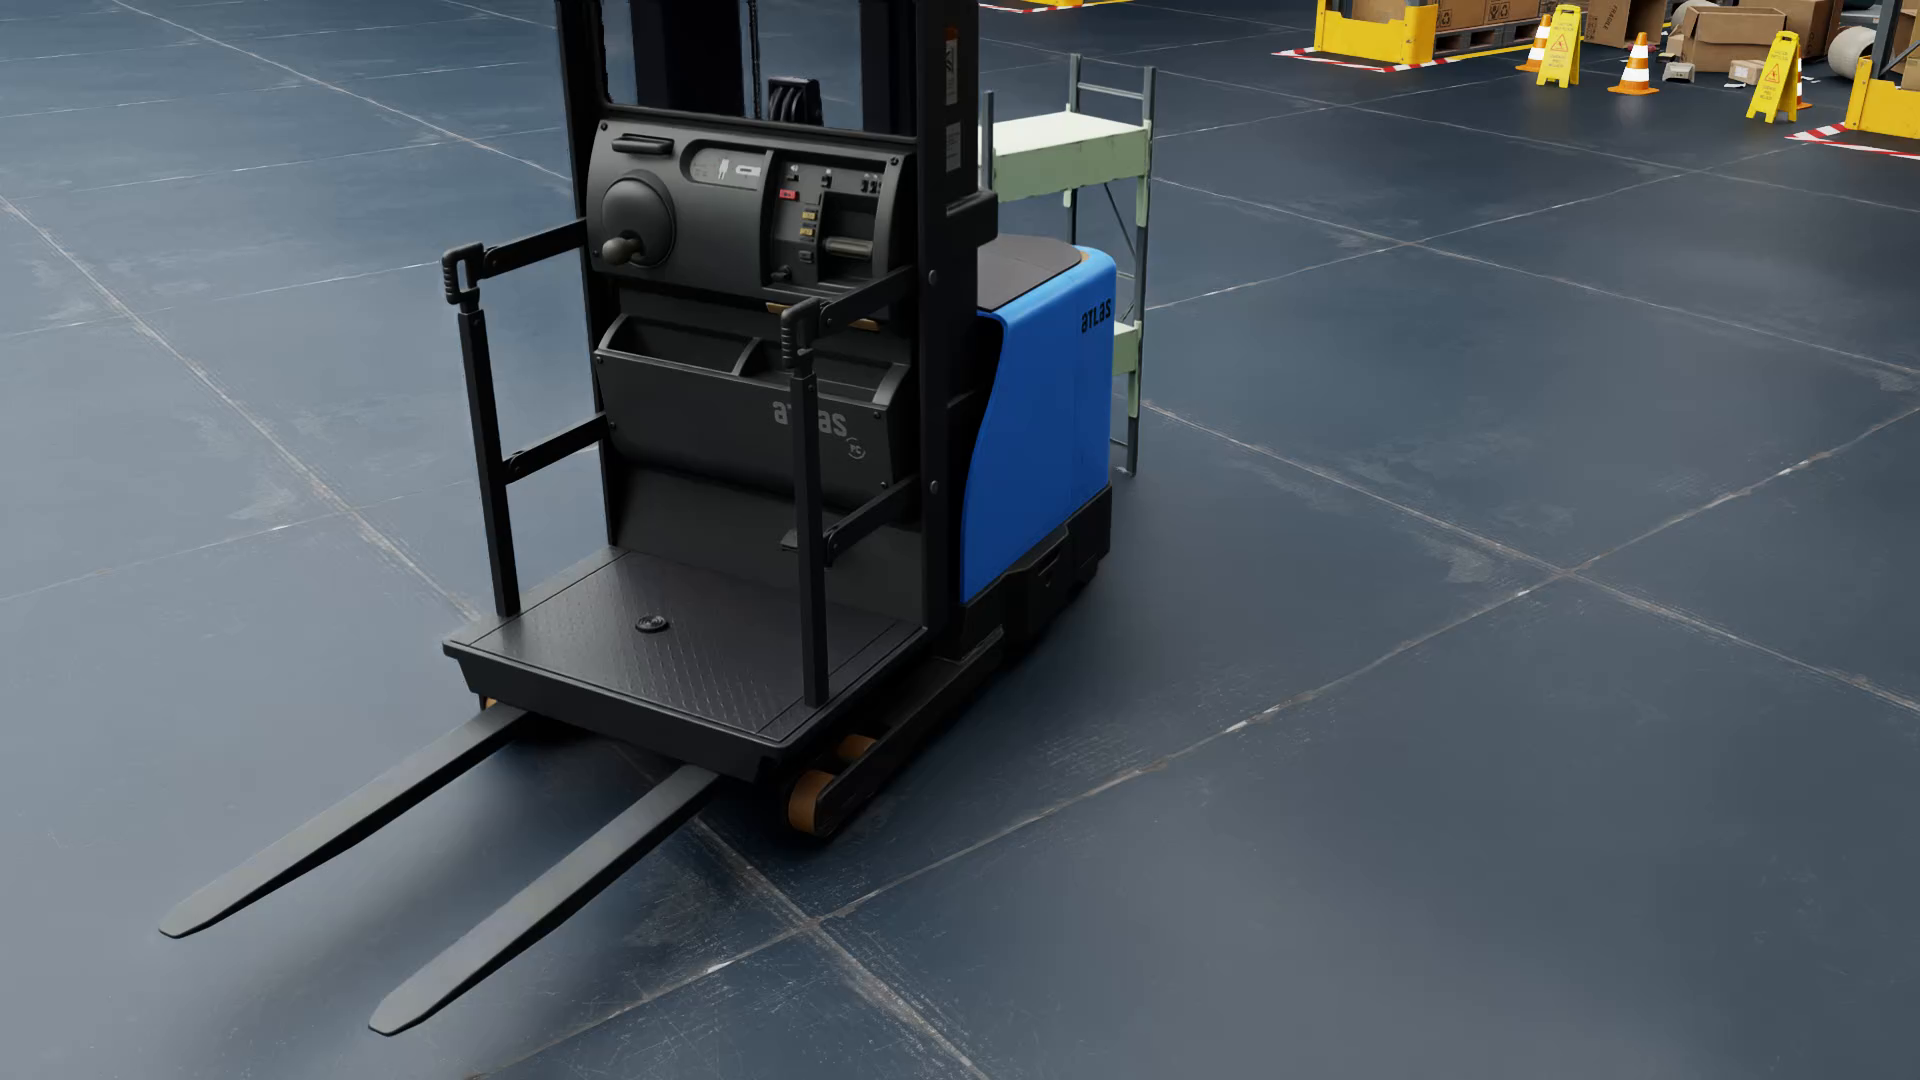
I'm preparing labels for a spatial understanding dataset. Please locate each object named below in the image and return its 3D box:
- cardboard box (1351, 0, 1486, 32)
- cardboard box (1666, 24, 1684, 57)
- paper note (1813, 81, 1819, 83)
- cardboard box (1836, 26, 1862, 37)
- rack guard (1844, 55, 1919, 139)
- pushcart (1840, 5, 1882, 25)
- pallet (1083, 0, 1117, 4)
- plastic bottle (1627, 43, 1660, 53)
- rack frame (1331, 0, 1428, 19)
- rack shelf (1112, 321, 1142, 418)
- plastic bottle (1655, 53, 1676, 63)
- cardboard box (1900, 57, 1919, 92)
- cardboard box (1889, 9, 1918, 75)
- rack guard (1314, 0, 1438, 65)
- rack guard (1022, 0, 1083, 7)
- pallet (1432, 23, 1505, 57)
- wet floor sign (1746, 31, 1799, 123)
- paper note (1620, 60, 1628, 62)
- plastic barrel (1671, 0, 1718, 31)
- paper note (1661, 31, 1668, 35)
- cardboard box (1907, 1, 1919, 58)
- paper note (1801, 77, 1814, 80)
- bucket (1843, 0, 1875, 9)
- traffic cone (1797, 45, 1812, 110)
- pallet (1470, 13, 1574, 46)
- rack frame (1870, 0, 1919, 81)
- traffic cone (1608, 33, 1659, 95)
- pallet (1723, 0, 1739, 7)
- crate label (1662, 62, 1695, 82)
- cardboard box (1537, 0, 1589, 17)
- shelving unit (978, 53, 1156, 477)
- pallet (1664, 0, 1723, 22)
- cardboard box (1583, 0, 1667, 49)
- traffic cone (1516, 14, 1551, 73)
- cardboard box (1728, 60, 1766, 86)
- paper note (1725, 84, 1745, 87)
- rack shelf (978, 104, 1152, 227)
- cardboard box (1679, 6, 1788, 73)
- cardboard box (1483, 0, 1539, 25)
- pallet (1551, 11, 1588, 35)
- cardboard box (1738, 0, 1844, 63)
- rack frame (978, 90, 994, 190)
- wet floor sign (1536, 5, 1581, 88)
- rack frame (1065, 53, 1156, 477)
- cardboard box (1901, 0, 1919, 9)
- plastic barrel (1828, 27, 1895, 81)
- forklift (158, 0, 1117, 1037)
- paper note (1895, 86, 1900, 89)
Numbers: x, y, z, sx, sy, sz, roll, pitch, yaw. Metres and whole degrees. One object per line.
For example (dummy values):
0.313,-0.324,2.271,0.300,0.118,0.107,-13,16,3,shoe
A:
4.336,-5.294,15.618,0.875,0.875,0.875,-18,30,-34,cardboard box
6.774,-4.611,15.371,0.258,0.266,0.396,-13,28,-25,cardboard box
7.278,-3.898,14.136,0.123,0.001,0.032,-18,31,-34,paper note
8.159,-4.554,15.247,0.258,0.266,0.396,5,25,11,cardboard box
7.036,-3.141,11.925,0.348,0.500,1.175,-18,31,-34,rack guard
8.678,-4.847,15.746,1.648,0.377,0.936,15,29,29,pushcart
1.583,-6.493,19.489,1.213,0.211,1.003,-18,31,-34,pallet
6.452,-4.636,15.667,0.283,0.061,0.133,15,29,29,plastic bottle
3.843,-5.869,14.833,0.127,3.000,1.000,-18,31,-34,rack frame
0.249,-0.591,6.017,0.720,0.370,0.431,-20,31,-36,rack shelf
6.435,-4.396,15.149,0.133,0.061,0.283,15,29,29,plastic bottle
7.466,-3.504,12.504,0.500,0.250,0.500,-18,31,-34,cardboard box
8.442,-4.334,14.492,0.500,0.500,0.500,1,25,2,cardboard box
3.824,-4.729,15.346,0.348,0.500,1.175,-18,31,-34,rack guard
0.921,-6.424,18.999,0.348,0.500,1.175,-18,31,-34,rack guard
4.424,-4.838,15.923,1.213,0.211,1.003,-18,31,-34,pallet
6.167,-3.493,12.509,0.232,0.644,0.267,-8,26,-16,wet floor sign
6.091,-4.356,15.101,0.142,0.017,0.144,-8,26,-16,paper note
7.044,-4.937,15.884,0.421,0.421,0.512,1,25,2,plastic barrel
7.020,-5.087,16.674,0.147,0.020,0.142,5,25,11,paper note
7.446,-3.833,12.323,0.500,0.500,0.500,-18,30,-34,cardboard box
7.253,-3.979,14.302,0.142,0.019,0.148,-8,26,-16,paper note
8.306,-5.314,15.719,0.620,0.611,0.726,2,23,-21,bucket
6.519,-3.644,13.052,0.334,0.463,0.336,-18,31,-34,traffic cone
5.383,-5.153,16.602,1.213,0.211,1.003,-18,31,-34,pallet
6.977,-4.255,11.356,0.127,3.000,1.000,-18,31,-34,rack frame
5.567,-3.923,13.654,0.334,0.463,0.336,-18,31,-34,traffic cone
8.512,-6.187,18.831,1.213,0.211,1.003,-18,31,-34,pallet
6.147,-4.000,14.207,0.250,0.136,0.298,10,27,20,crate label
5.745,-5.759,16.621,0.875,0.875,0.875,-18,30,-34,cardboard box
0.249,-0.887,5.879,0.755,1.500,0.431,-20,31,-36,shelving unit
7.551,-5.869,18.144,1.213,0.211,1.003,-18,31,-34,pallet
6.402,-5.032,15.996,0.500,0.500,0.500,-13,28,-25,cardboard box
5.137,-4.386,14.651,0.334,0.463,0.336,-18,31,-34,traffic cone
6.761,-3.972,14.131,0.250,0.149,0.380,-3,25,-7,cardboard box
6.492,-3.814,13.931,0.148,0.019,0.142,15,29,29,paper note
0.249,-1.241,5.715,0.720,0.370,0.431,-20,31,-36,rack shelf
6.797,-4.418,14.672,0.797,0.503,0.637,5,25,11,cardboard box
5.027,-5.523,16.112,0.875,0.875,0.875,-19,31,-35,cardboard box
6.344,-5.472,17.289,1.213,0.211,1.003,-18,31,-34,pallet
7.527,-4.725,15.173,0.503,0.637,0.797,-18,31,-34,cardboard box
-0.031,-0.787,5.665,0.023,1.500,0.400,-20,31,-36,rack frame
5.042,-4.138,13.899,0.267,0.644,0.232,21,32,37,wet floor sign
0.529,-0.986,6.093,0.023,1.500,0.400,-20,31,-36,rack frame
9.002,-5.086,15.216,0.500,0.500,0.500,-18,31,-34,cardboard box
7.668,-4.125,14.135,0.421,0.421,0.512,1,25,2,plastic barrel
-0.654,-0.806,4.004,1.130,2.935,3.031,13,28,26,forklift
7.780,-3.781,13.860,0.142,0.019,0.148,15,29,29,paper note
